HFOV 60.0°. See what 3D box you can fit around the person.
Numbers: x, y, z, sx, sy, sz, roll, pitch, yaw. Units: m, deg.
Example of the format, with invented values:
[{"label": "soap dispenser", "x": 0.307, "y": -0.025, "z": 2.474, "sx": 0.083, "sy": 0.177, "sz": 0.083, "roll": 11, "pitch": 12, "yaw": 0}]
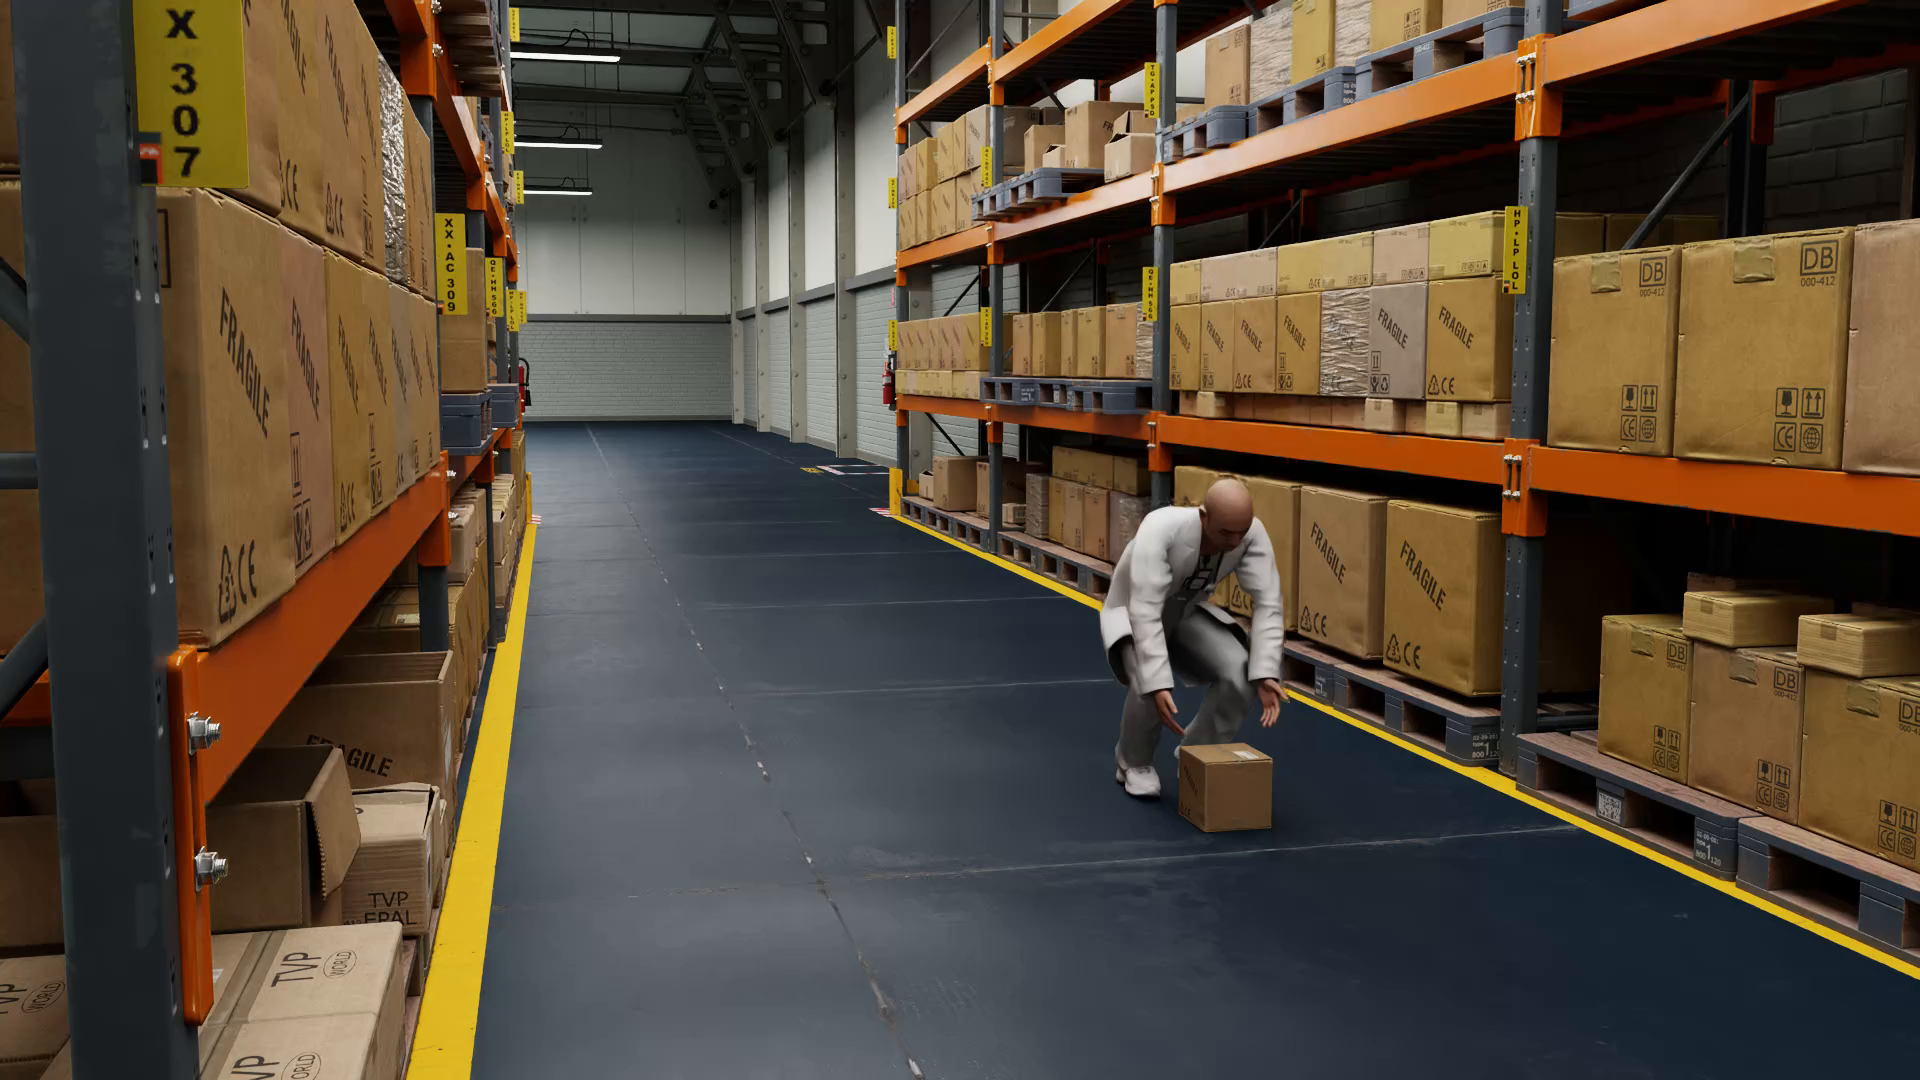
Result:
[{"label": "person", "x": 0.855, "y": 0.361, "z": 6.240, "sx": 0.628, "sy": 1.196, "sz": 0.814, "roll": -1, "pitch": 6, "yaw": -14}]
